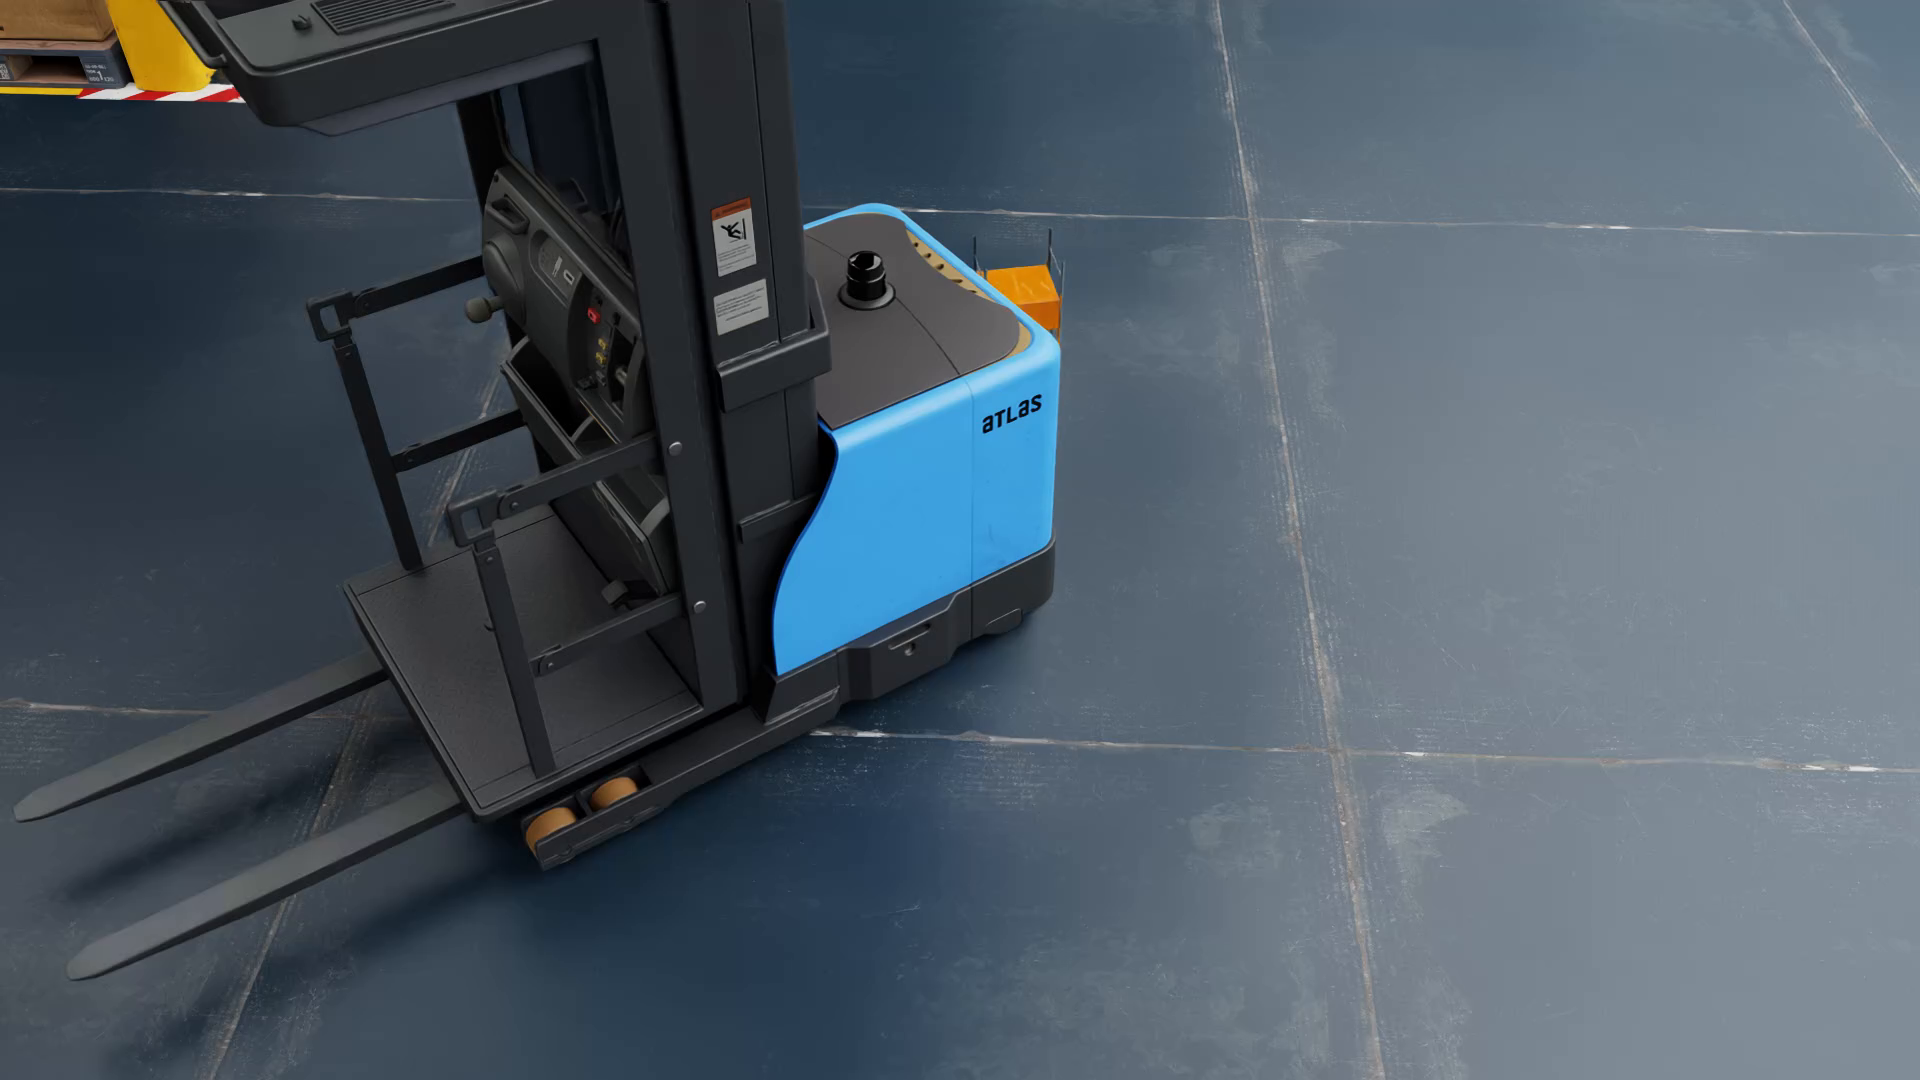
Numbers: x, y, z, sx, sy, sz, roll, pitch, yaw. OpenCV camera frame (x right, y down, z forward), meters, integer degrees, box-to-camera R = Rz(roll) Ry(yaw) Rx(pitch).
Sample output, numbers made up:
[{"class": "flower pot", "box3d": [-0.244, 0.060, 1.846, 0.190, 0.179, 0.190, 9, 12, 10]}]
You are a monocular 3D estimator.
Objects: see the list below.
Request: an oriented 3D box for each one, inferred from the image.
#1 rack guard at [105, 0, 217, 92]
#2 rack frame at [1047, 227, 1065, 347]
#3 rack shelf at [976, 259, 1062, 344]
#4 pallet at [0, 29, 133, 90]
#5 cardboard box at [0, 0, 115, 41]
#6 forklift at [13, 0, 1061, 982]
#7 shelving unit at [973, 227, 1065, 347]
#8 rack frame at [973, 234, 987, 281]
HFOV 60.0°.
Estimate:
[{"class": "rack guard", "box3d": [-3.834, -2.764, 8.350, 0.348, 0.500, 1.175, 2, 43, 2]}, {"class": "rack frame", "box3d": [0.302, -0.542, 5.562, 0.008, 1.050, 0.200, -7, 43, -8]}, {"class": "rack shelf", "box3d": [0.182, -0.727, 5.359, 0.240, 0.259, 0.215, -7, 43, -8]}, {"class": "pallet", "box3d": [-4.661, -2.630, 8.418, 1.213, 0.211, 1.003, 2, 43, 2]}, {"class": "cardboard box", "box3d": [-4.539, -3.031, 8.054, 0.875, 0.875, 0.875, 2, 43, 2]}, {"class": "forklift", "box3d": [-1.197, -0.559, 4.199, 3.031, 2.935, 1.130, -25, 48, -24]}, {"class": "shelving unit", "box3d": [0.182, -0.527, 5.546, 0.252, 1.050, 0.215, -7, 43, -8]}, {"class": "rack frame", "box3d": [0.062, -0.512, 5.530, 0.008, 1.050, 0.200, -7, 43, -8]}]
